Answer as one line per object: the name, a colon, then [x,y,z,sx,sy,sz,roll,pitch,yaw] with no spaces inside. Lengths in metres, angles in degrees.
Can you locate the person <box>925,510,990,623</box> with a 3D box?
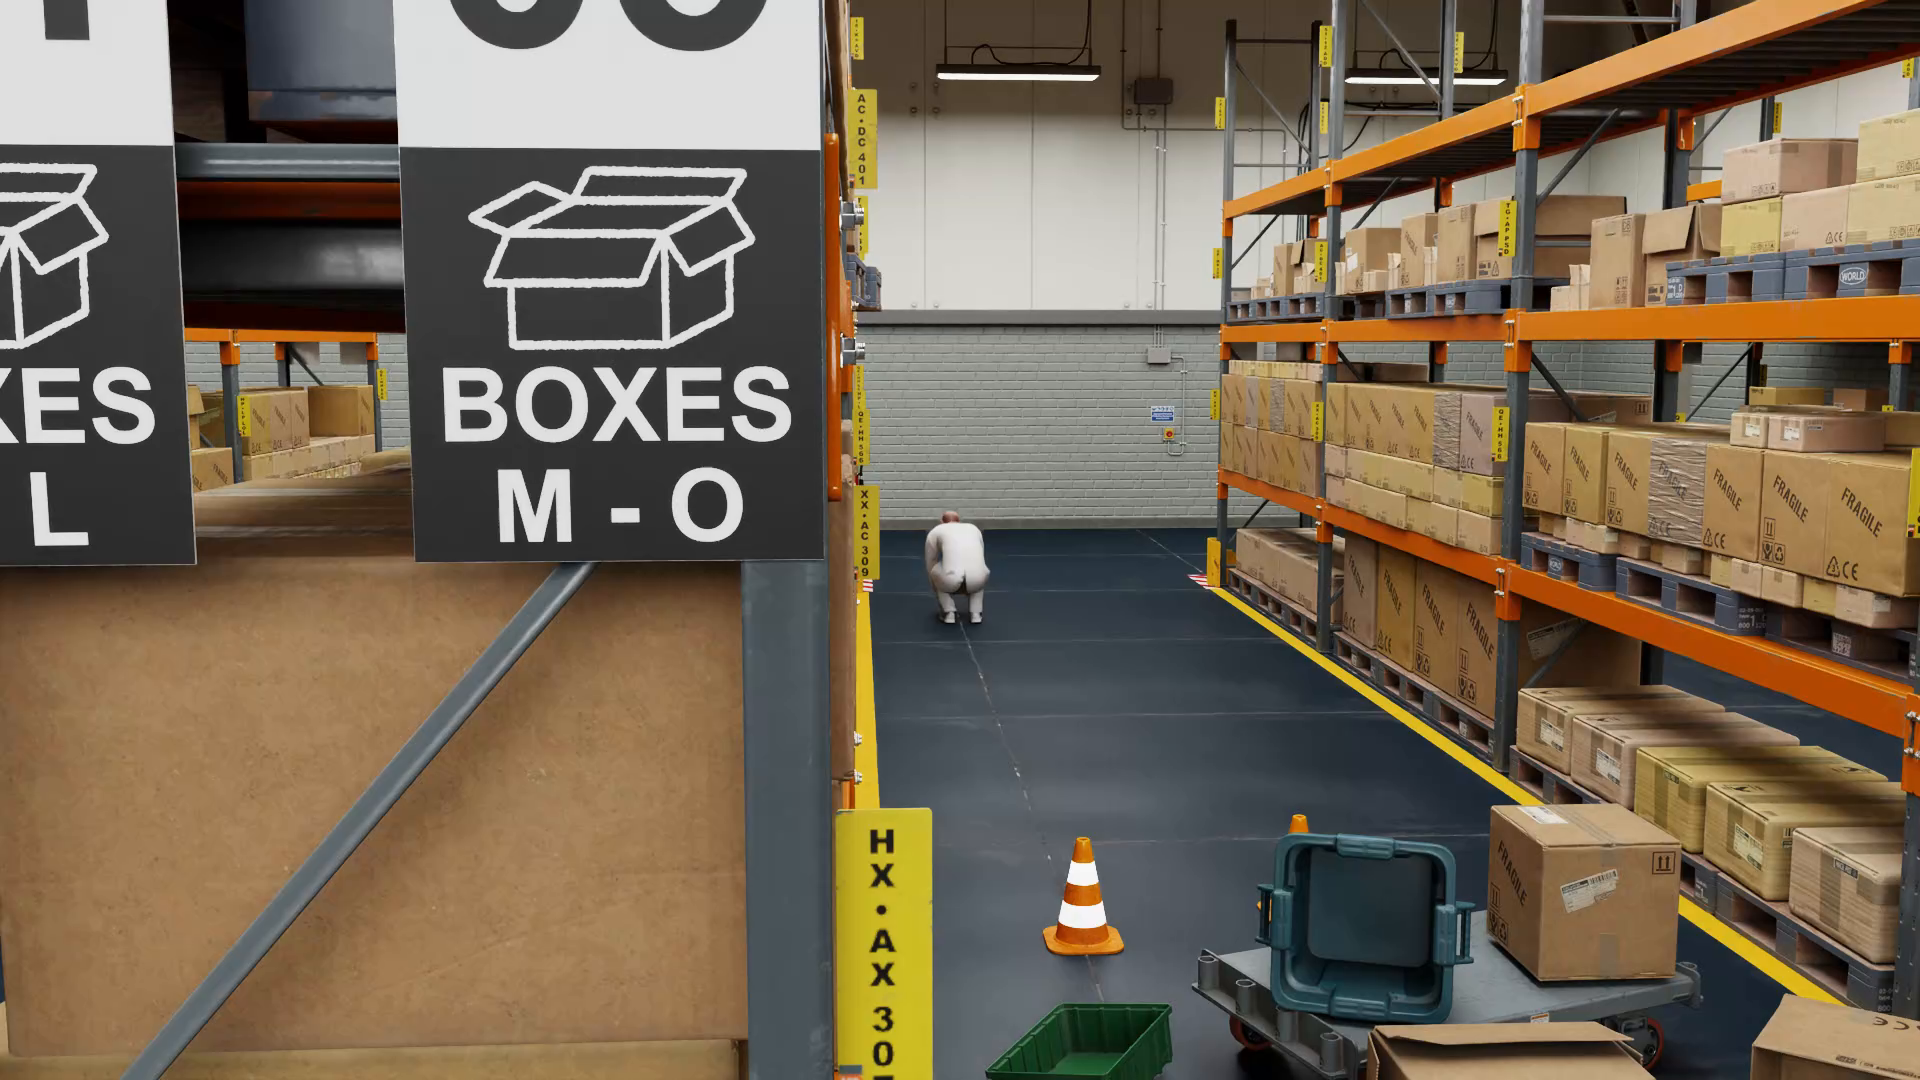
person: [-0.023,0.253,15.906,0.612,1.020,0.913,-1,7,-5]
